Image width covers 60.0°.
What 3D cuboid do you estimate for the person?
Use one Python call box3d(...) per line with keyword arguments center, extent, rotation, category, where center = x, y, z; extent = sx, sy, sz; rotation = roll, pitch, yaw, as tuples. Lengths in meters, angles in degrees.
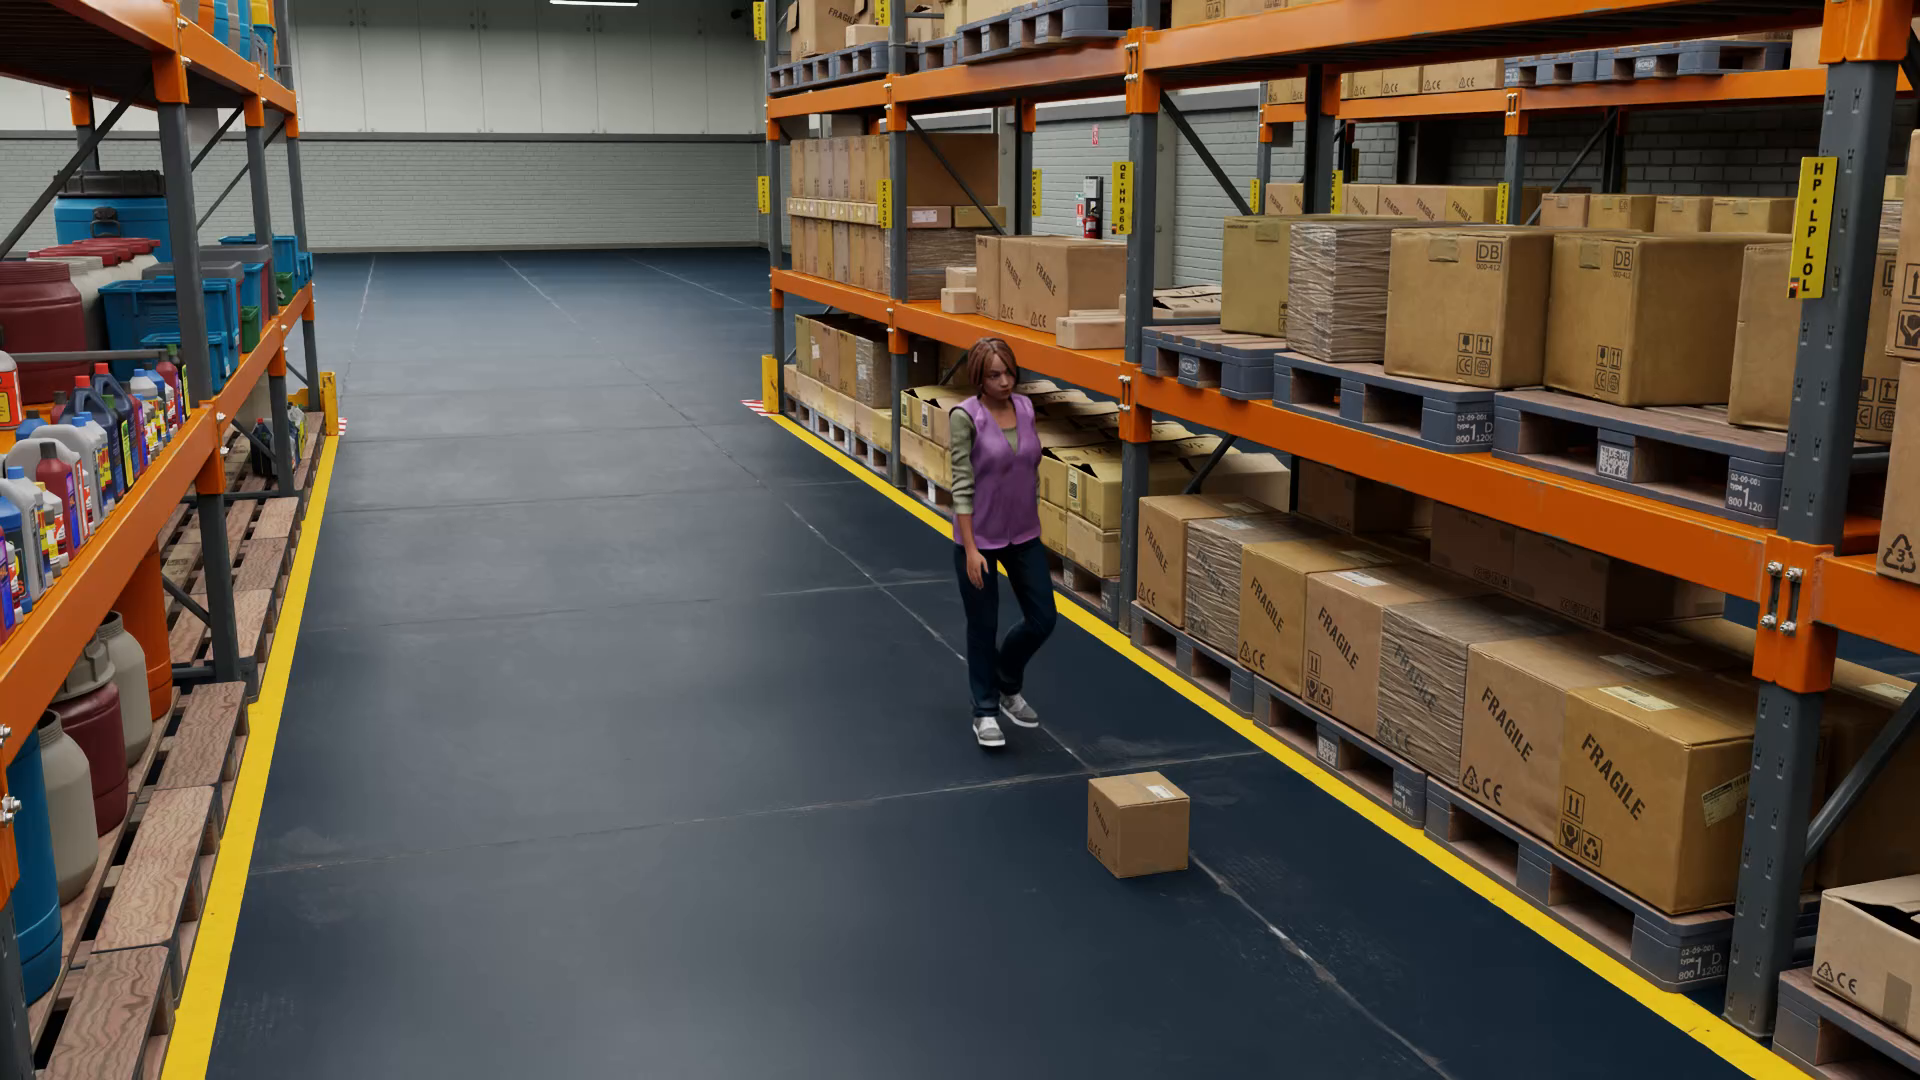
box3d(center=(0.137, 0.009, 6.357), extent=(0.429, 1.587, 0.408), rotation=(-6, 14, -24), category="person")
